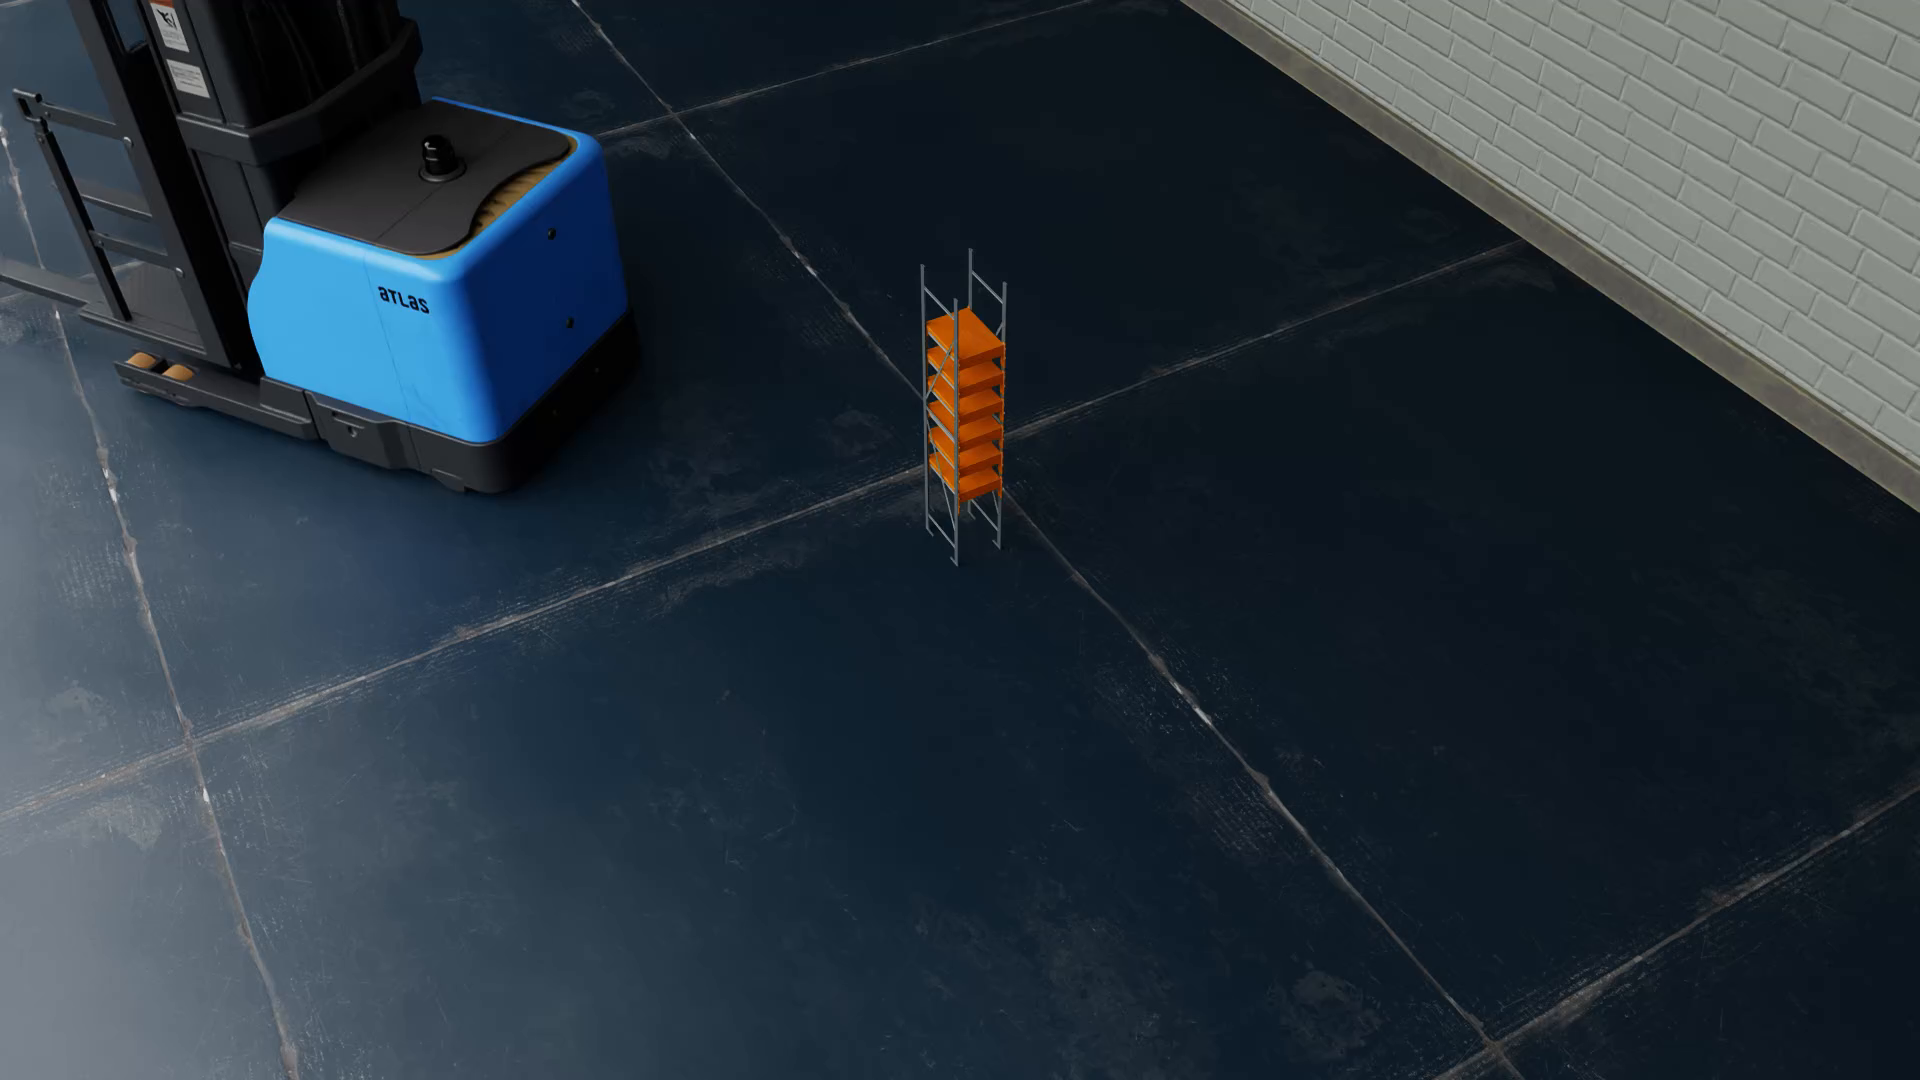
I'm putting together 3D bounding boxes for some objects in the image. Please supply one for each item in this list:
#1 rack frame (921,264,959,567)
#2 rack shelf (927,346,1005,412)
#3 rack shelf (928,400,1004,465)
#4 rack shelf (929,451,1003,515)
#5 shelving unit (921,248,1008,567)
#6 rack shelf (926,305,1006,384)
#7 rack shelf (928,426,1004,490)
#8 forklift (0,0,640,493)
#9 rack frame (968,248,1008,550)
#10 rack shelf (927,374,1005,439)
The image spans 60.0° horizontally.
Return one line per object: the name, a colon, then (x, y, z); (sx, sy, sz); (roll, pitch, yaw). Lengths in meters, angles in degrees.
rack frame: (-0.067, -0.404, 5.805); (0.006, 1.200, 0.240); (-22, 48, -21)
rack shelf: (0.013, -0.576, 5.701); (0.180, 0.103, 0.258); (-22, 48, -21)
rack shelf: (0.013, -0.404, 5.868); (0.180, 0.103, 0.258); (-22, 48, -21)
rack shelf: (0.013, -0.231, 6.035); (0.180, 0.103, 0.258); (-22, 48, -21)
shelving unit: (0.013, -0.436, 5.837); (0.189, 1.200, 0.258); (-22, 48, -21)
rack shelf: (0.013, -0.662, 5.618); (0.180, 0.103, 0.258); (-22, 48, -21)
rack shelf: (0.013, -0.318, 5.952); (0.180, 0.103, 0.258); (-22, 48, -21)
forklift: (-2.899, -1.919, 6.123); (3.031, 2.935, 1.130); (17, 47, 17)
rack frame: (0.092, -0.467, 5.870); (0.006, 1.200, 0.240); (-22, 48, -21)
rack shelf: (0.013, -0.490, 5.785); (0.180, 0.103, 0.258); (-22, 48, -21)
